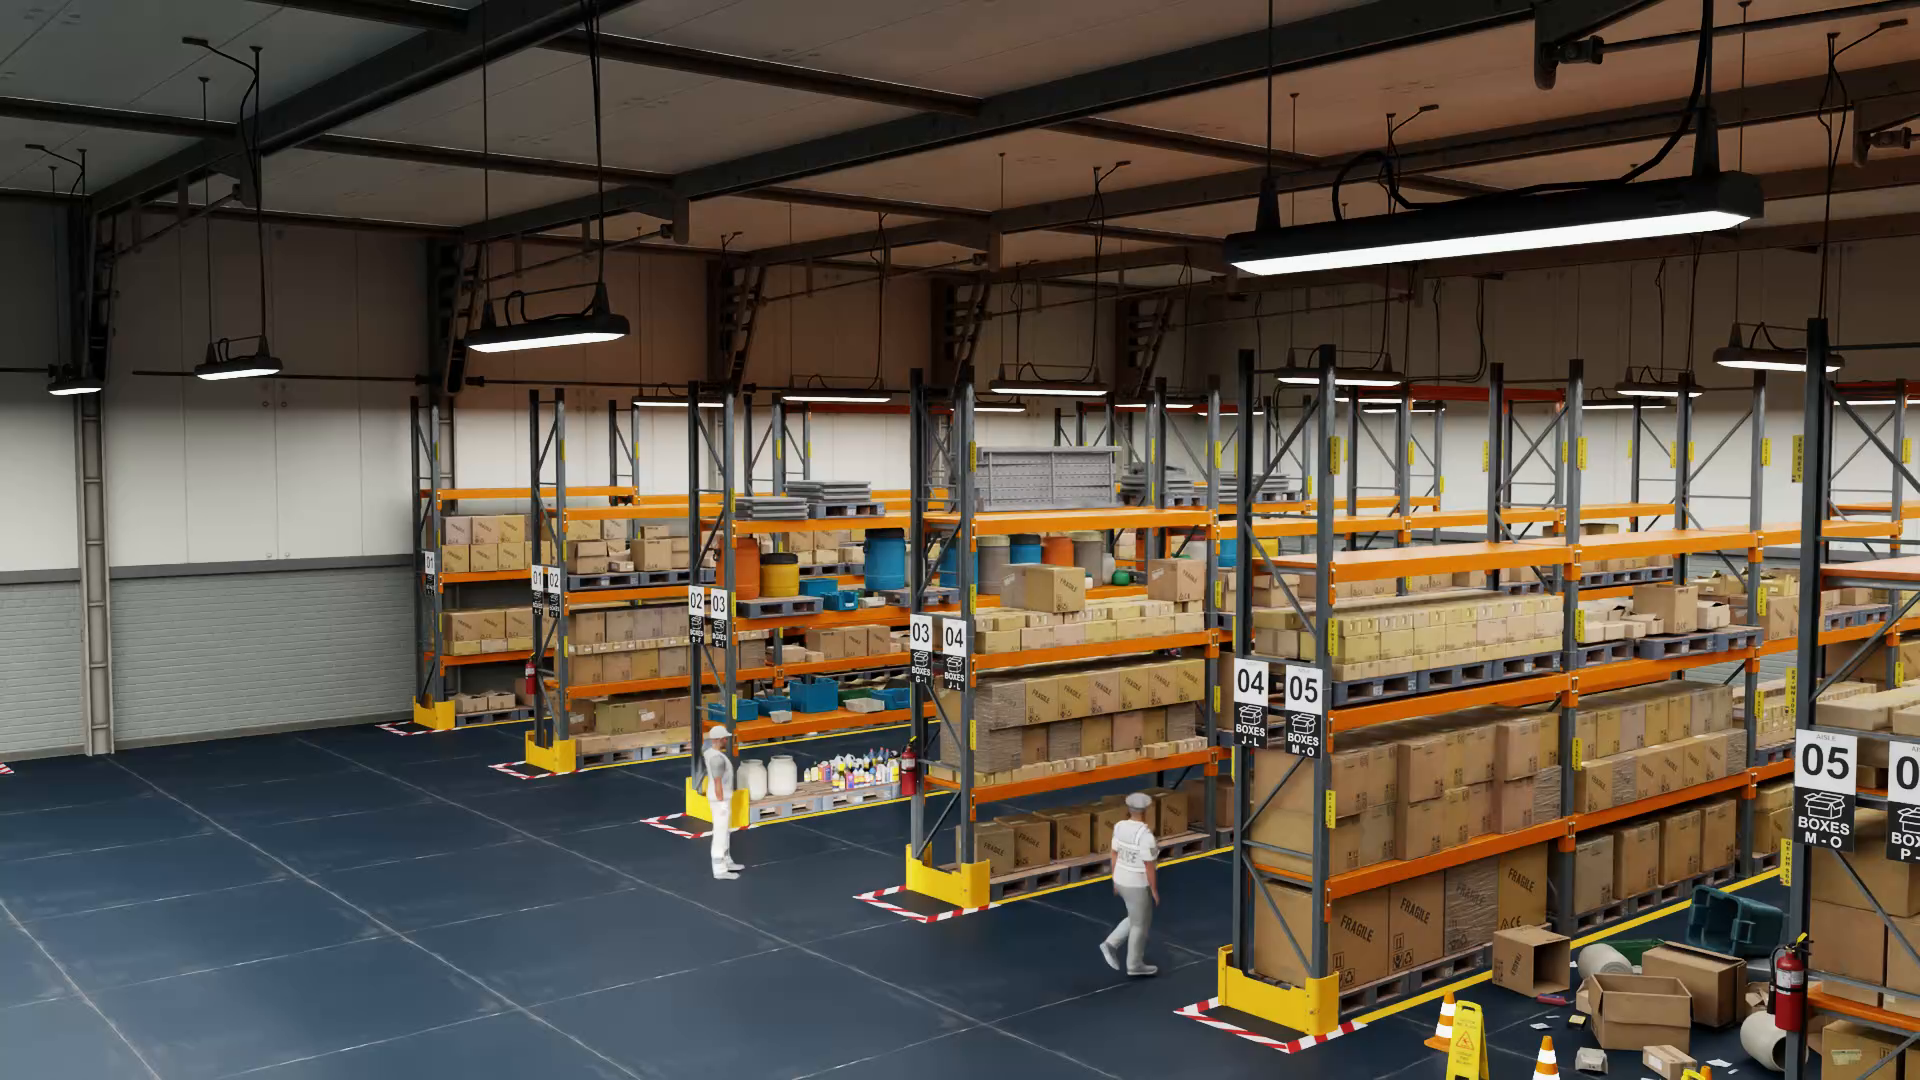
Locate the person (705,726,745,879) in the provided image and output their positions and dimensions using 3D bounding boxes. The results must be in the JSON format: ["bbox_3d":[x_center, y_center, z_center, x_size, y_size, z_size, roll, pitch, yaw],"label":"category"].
[{"bbox_3d":[-2.819,3.102,19.850,0.465,1.795,0.590,0,3,-3],"label":"person"}]

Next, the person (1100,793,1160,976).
[{"bbox_3d":[1.656,3.320,16.024,0.551,1.762,0.521,-1,3,-12],"label":"person"}]
